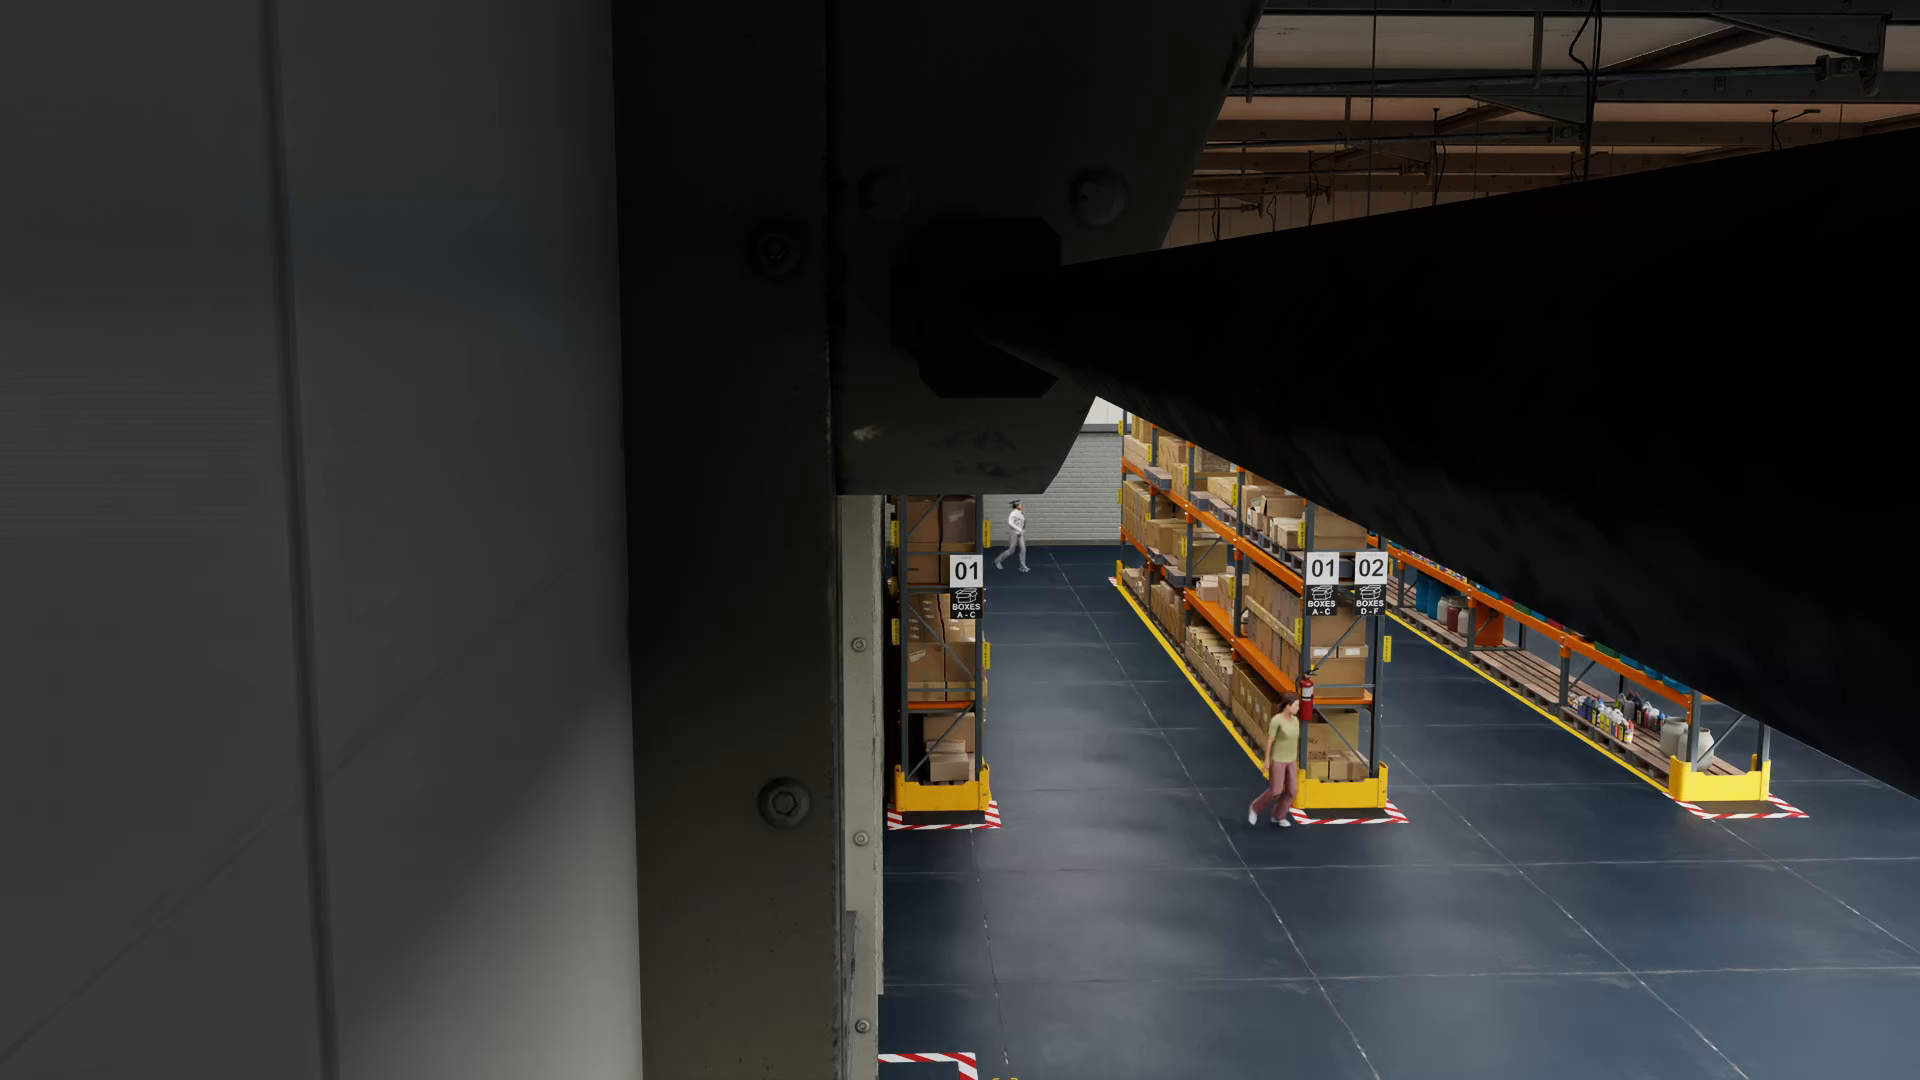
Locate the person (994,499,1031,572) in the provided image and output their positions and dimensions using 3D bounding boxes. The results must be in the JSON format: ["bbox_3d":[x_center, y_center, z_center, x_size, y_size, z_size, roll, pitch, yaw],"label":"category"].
[{"bbox_3d":[1.269,-0.128,38.214,0.873,1.663,0.685,3,9,21],"label":"person"}]

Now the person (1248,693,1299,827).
[{"bbox_3d":[3.747,2.609,19.809,0.584,1.634,0.504,-6,10,-34],"label":"person"}]
